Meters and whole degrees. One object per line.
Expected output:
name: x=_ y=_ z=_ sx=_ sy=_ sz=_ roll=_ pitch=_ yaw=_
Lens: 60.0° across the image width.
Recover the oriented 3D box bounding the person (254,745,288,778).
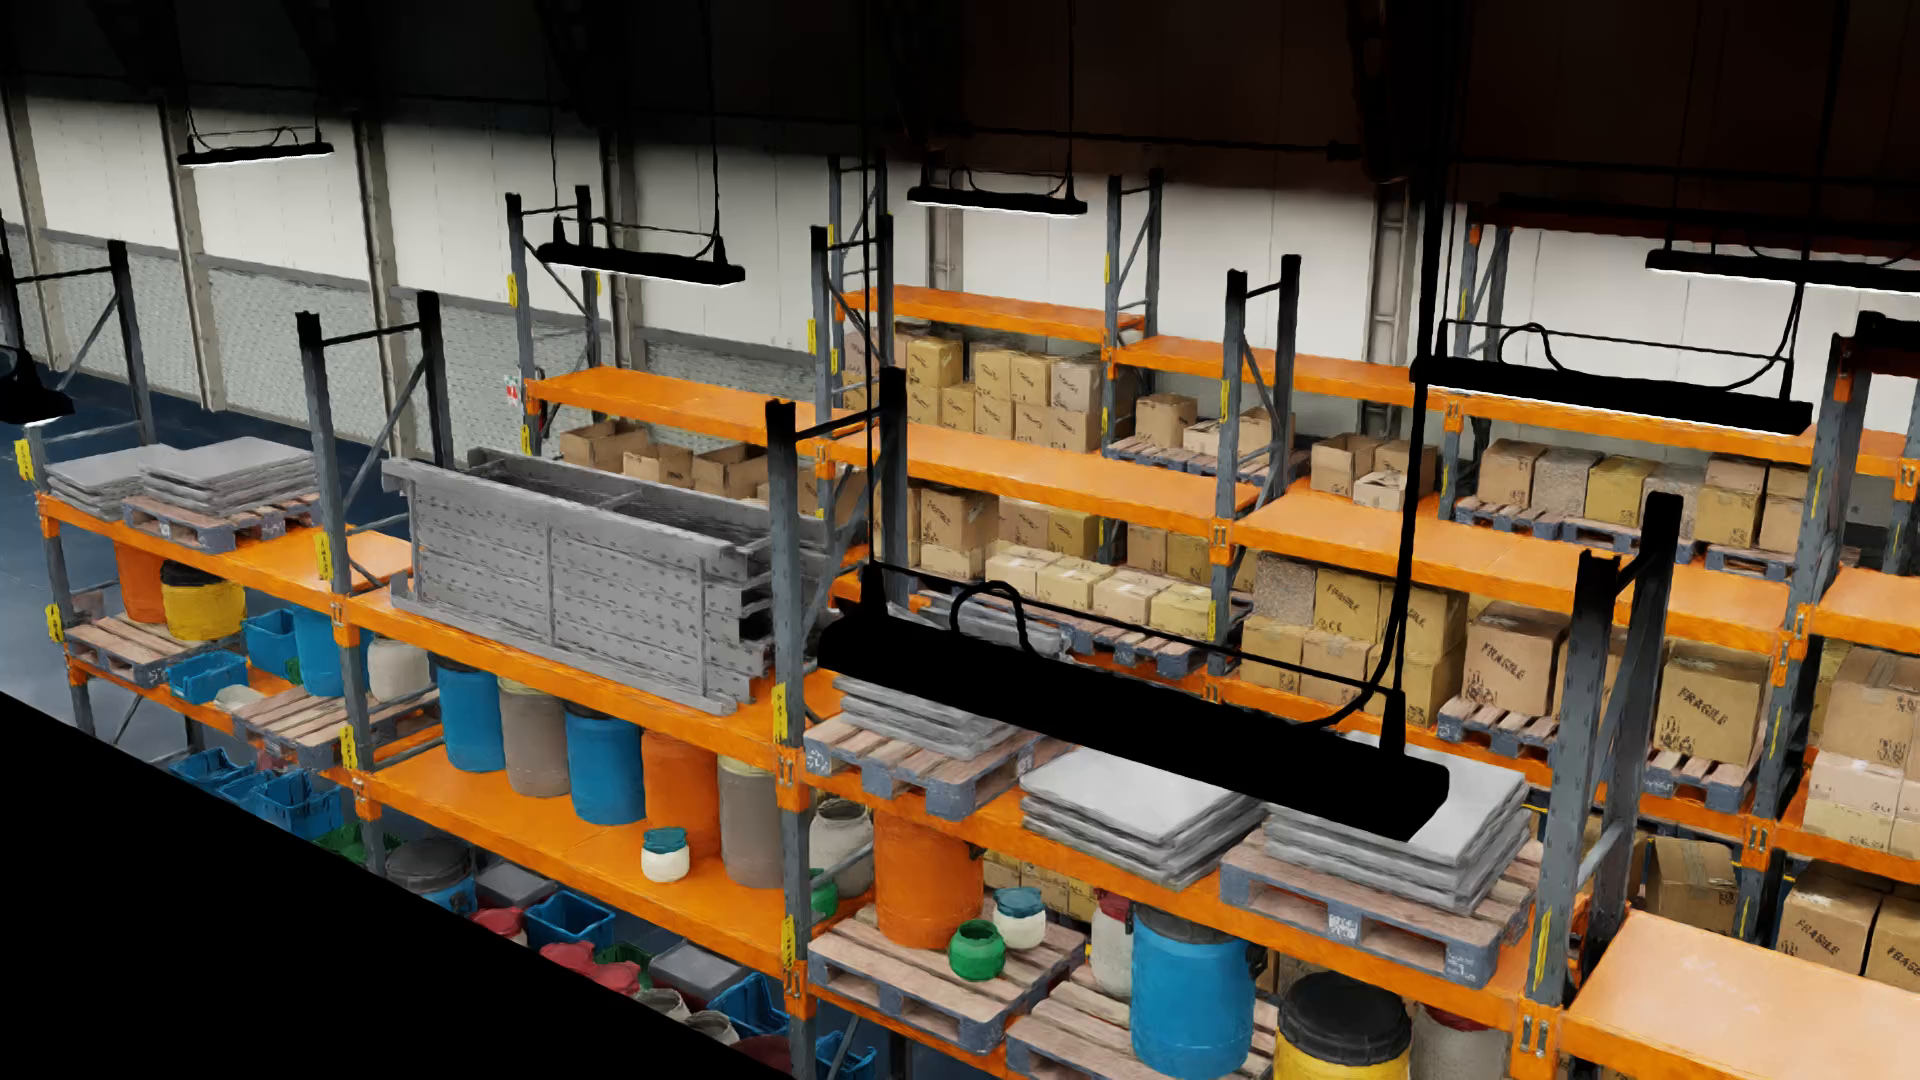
person: x=-7.317 y=1.727 z=17.293 sx=0.463 sy=1.674 sz=0.558 roll=-11 pitch=21 yaw=-29
